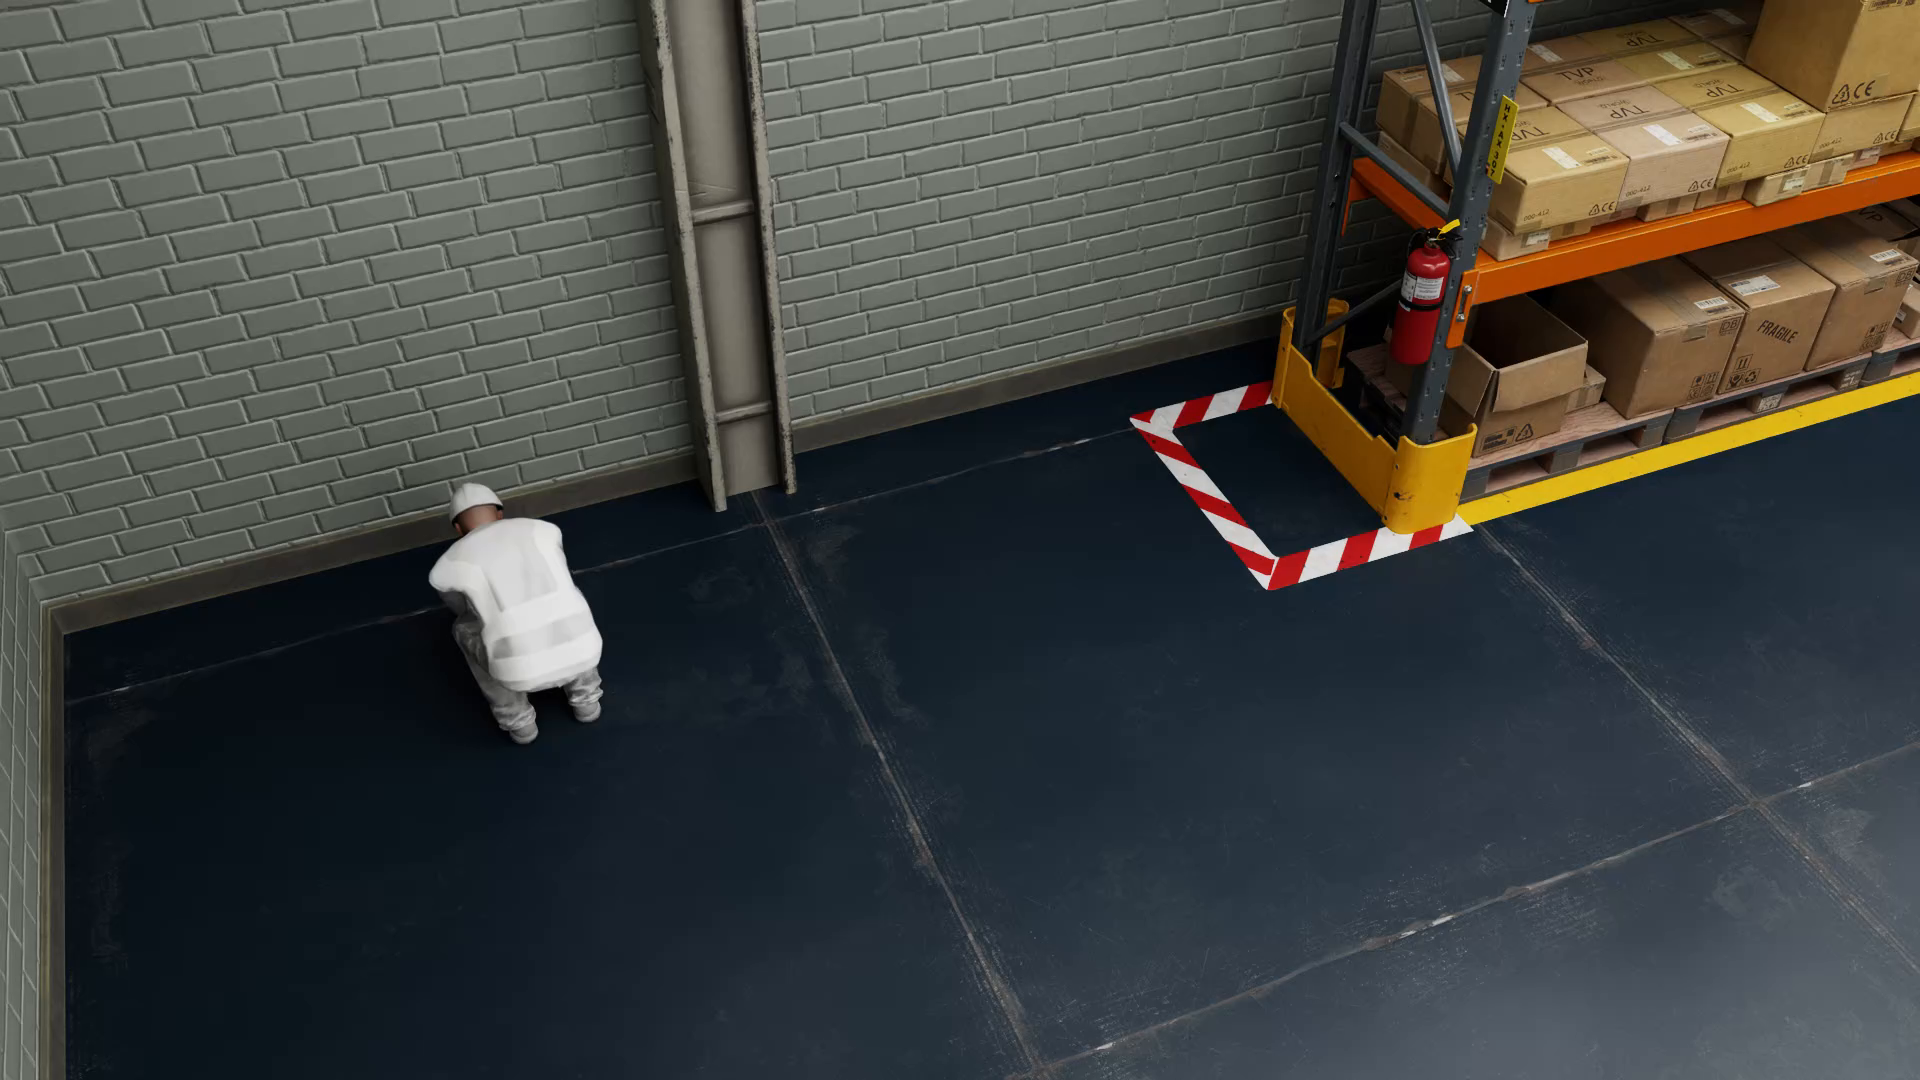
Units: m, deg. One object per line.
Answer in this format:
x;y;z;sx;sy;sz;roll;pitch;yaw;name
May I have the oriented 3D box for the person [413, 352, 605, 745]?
-1.687;-0.008;6.151;0.518;1.787;0.560;-18;45;-20;person
